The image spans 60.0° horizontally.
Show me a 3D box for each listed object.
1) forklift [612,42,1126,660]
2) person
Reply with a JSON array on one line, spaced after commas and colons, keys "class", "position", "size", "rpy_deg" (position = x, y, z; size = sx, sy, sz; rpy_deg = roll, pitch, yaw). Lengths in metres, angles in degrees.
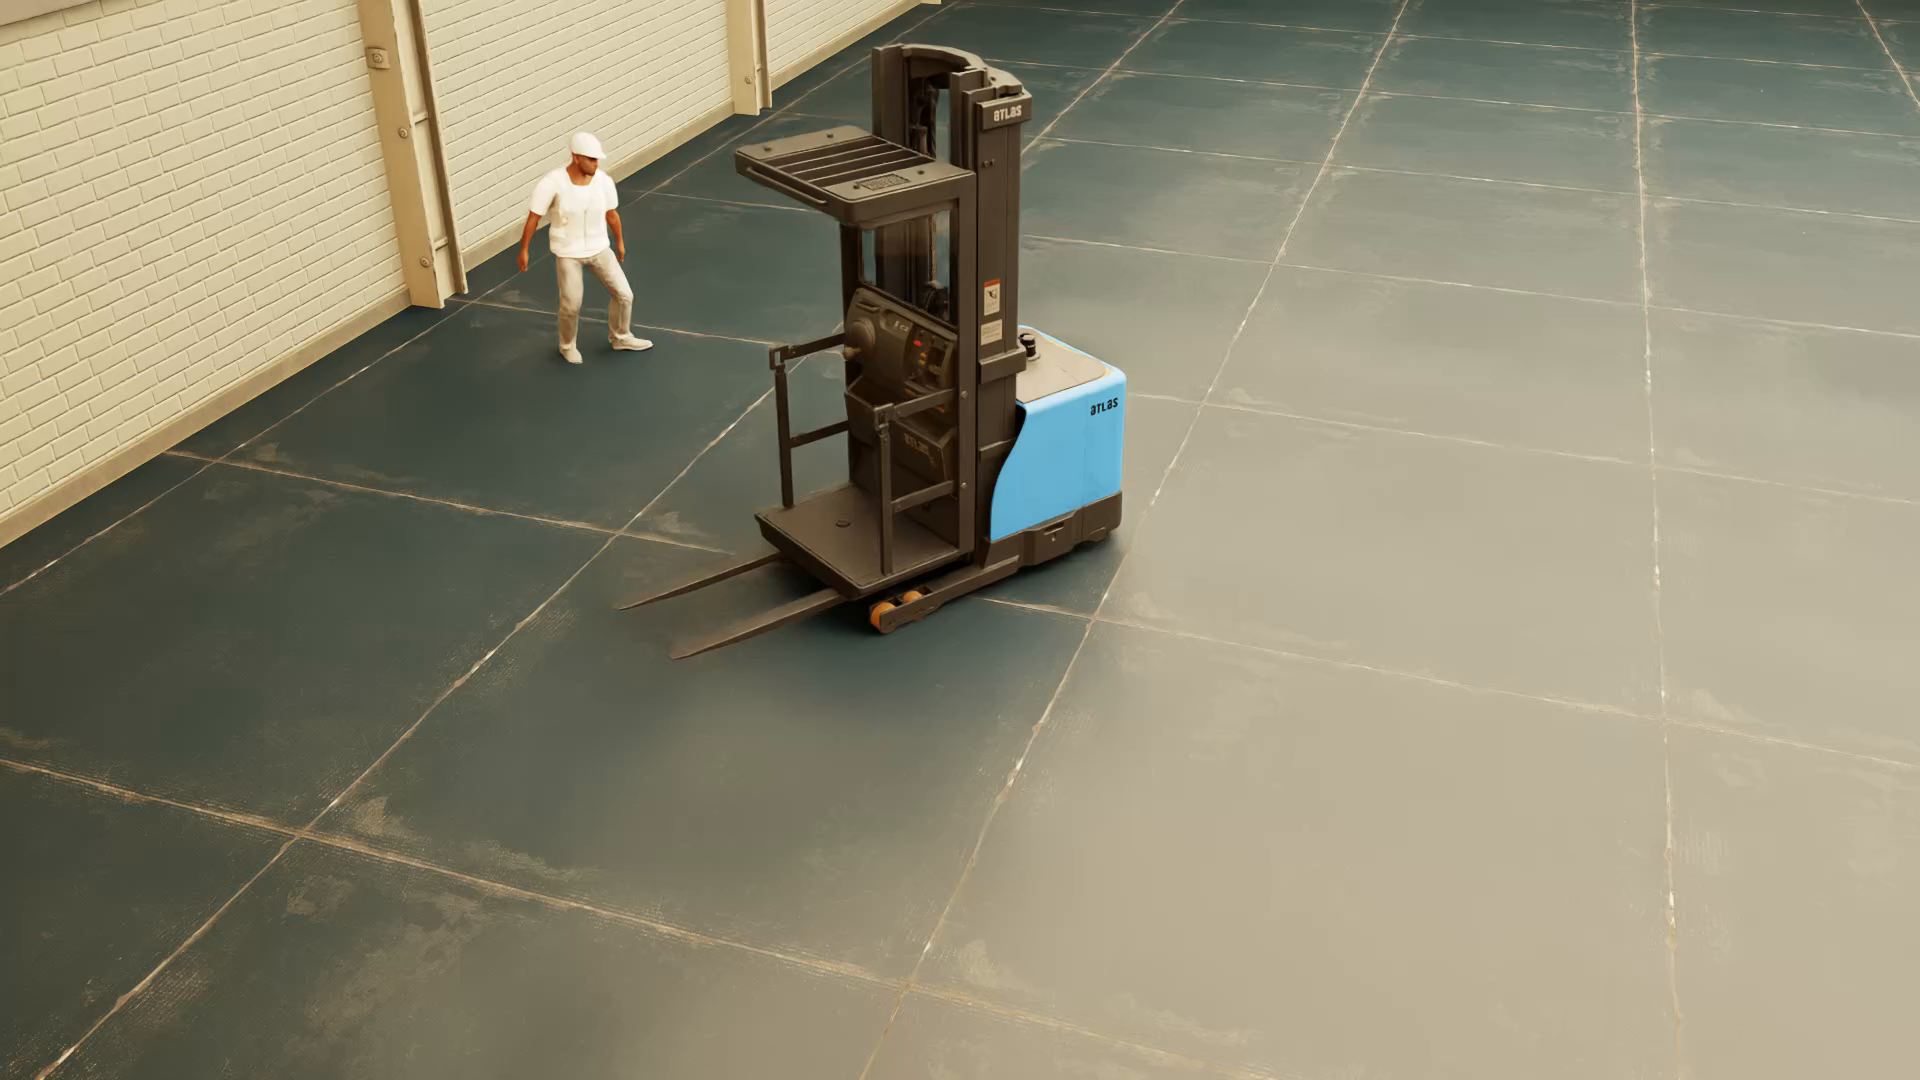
[{"class": "forklift", "position": [-0.494, -1.055, 8.988], "size": [3.031, 2.935, 1.130], "rpy_deg": [-21, 36, -32]}, {"class": "person", "position": [-2.762, -2.110, 12.096], "size": [0.901, 1.733, 0.476], "rpy_deg": [-16, 33, -26]}]
